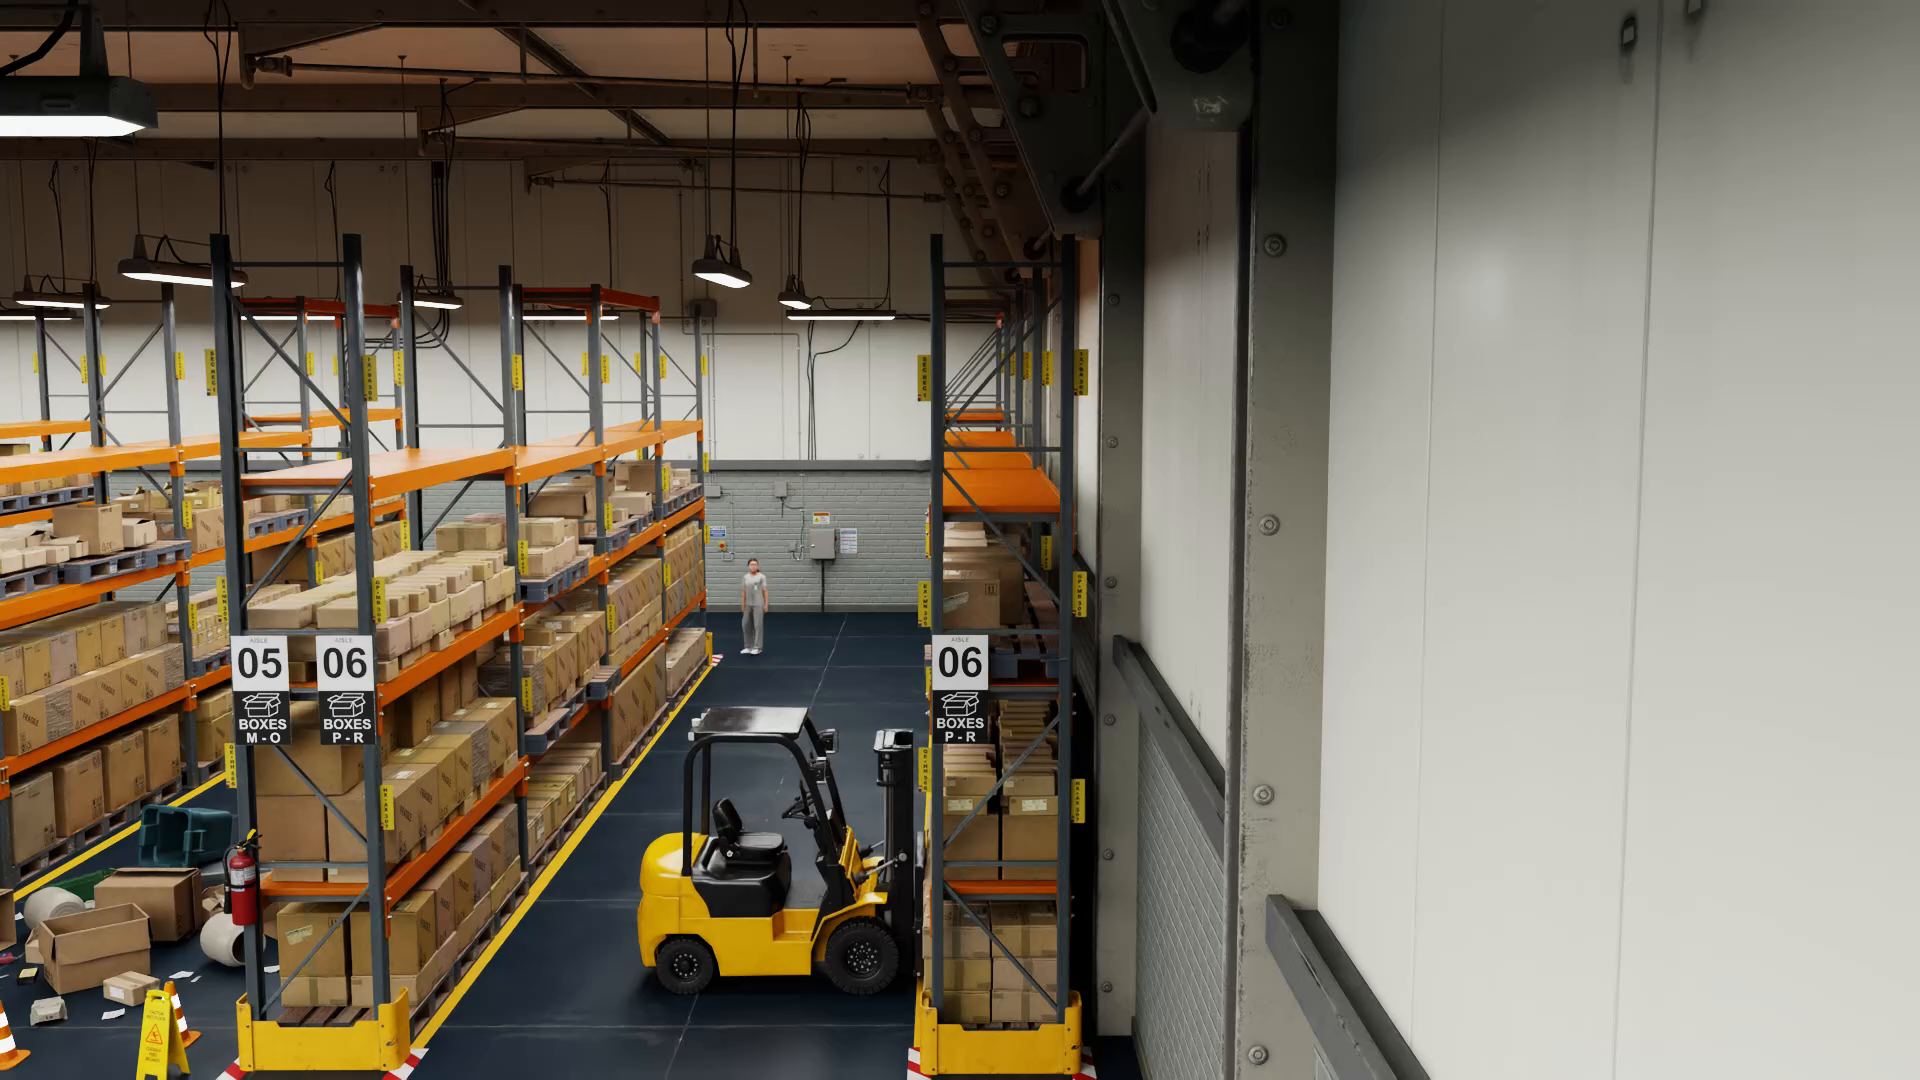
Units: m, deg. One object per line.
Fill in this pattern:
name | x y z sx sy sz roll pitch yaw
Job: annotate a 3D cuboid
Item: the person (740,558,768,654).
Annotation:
person | -3.588 1.161 28.941 0.539 1.699 0.385 3 7 28
